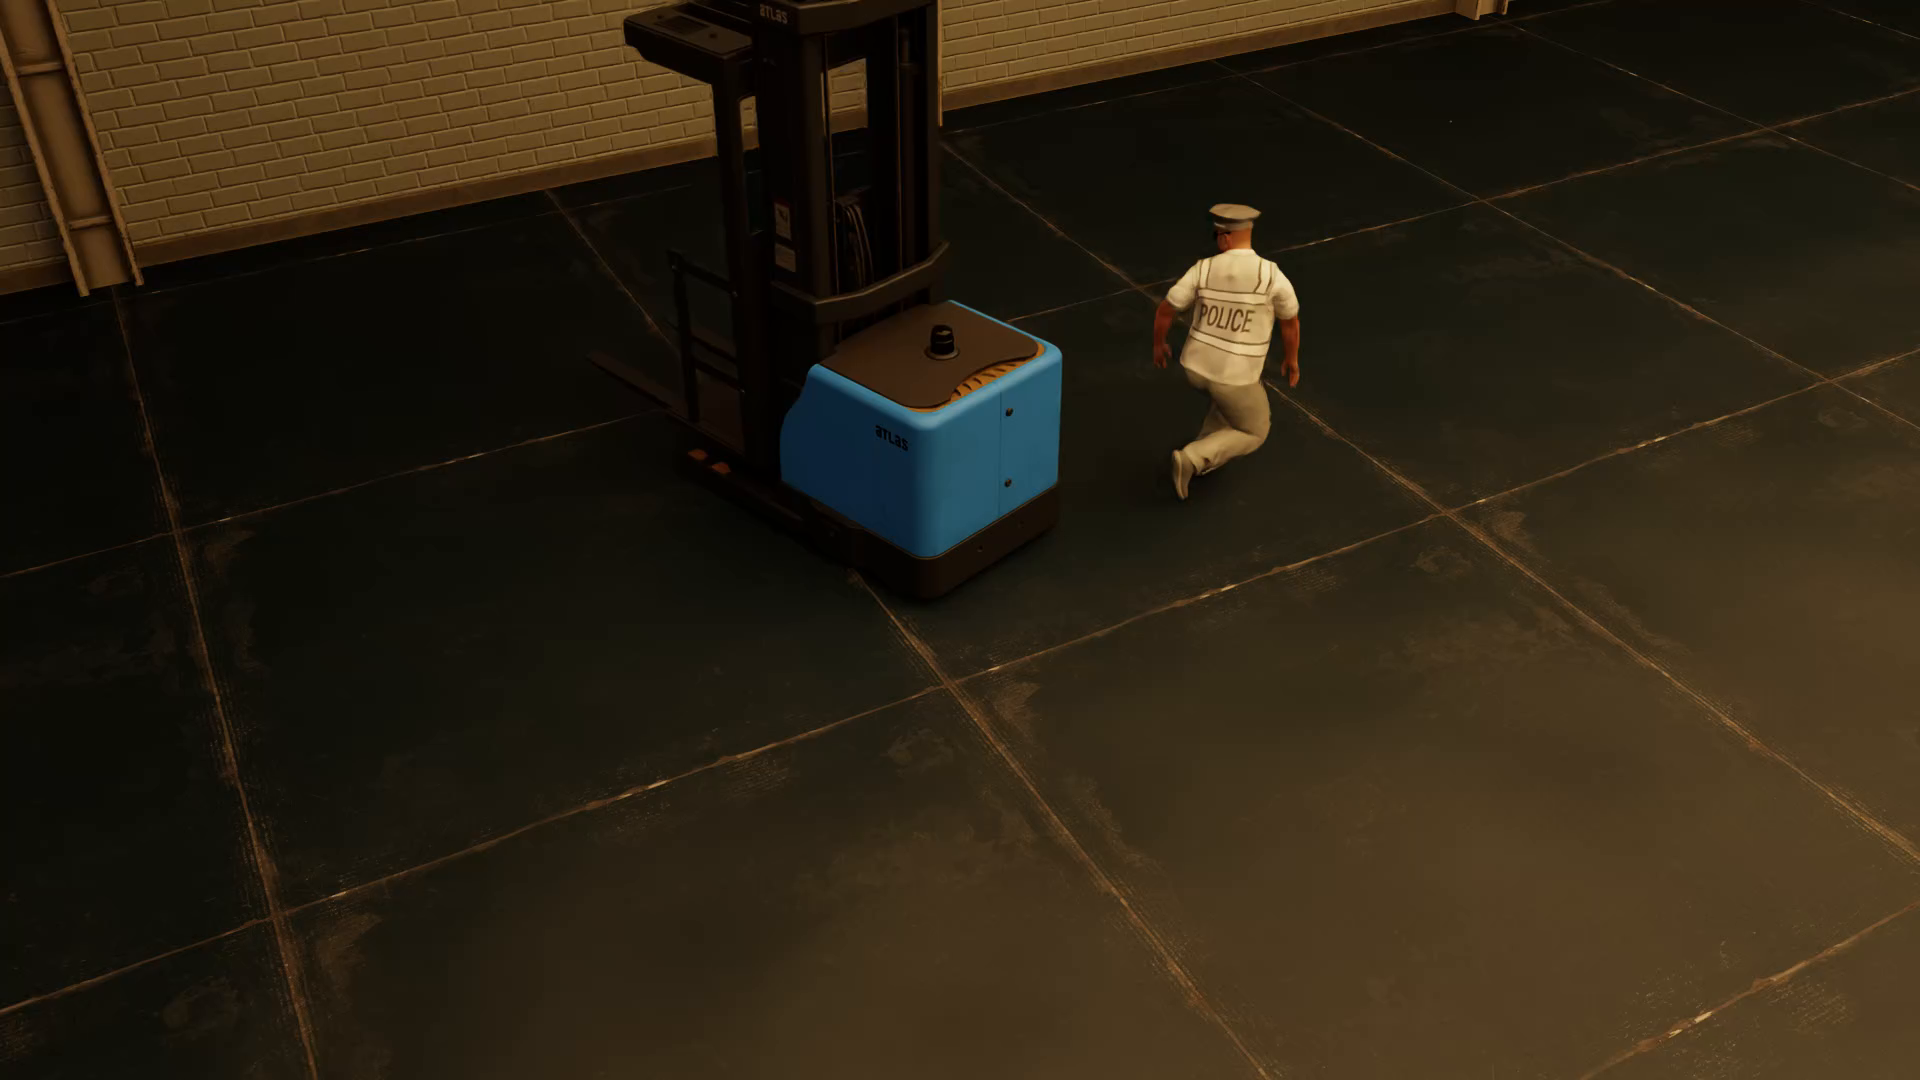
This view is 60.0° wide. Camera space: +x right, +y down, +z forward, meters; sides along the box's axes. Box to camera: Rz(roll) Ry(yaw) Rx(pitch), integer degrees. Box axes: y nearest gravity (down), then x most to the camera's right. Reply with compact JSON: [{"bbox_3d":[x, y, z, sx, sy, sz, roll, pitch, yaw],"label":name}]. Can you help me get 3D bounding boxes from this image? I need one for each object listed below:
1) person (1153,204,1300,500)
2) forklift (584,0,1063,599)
[{"bbox_3d":[1.329,-0.968,8.740,0.698,1.537,0.722,28,44,34],"label":"person"},{"bbox_3d":[-0.895,-1.646,8.452,3.031,2.935,1.130,29,44,34],"label":"forklift"}]
